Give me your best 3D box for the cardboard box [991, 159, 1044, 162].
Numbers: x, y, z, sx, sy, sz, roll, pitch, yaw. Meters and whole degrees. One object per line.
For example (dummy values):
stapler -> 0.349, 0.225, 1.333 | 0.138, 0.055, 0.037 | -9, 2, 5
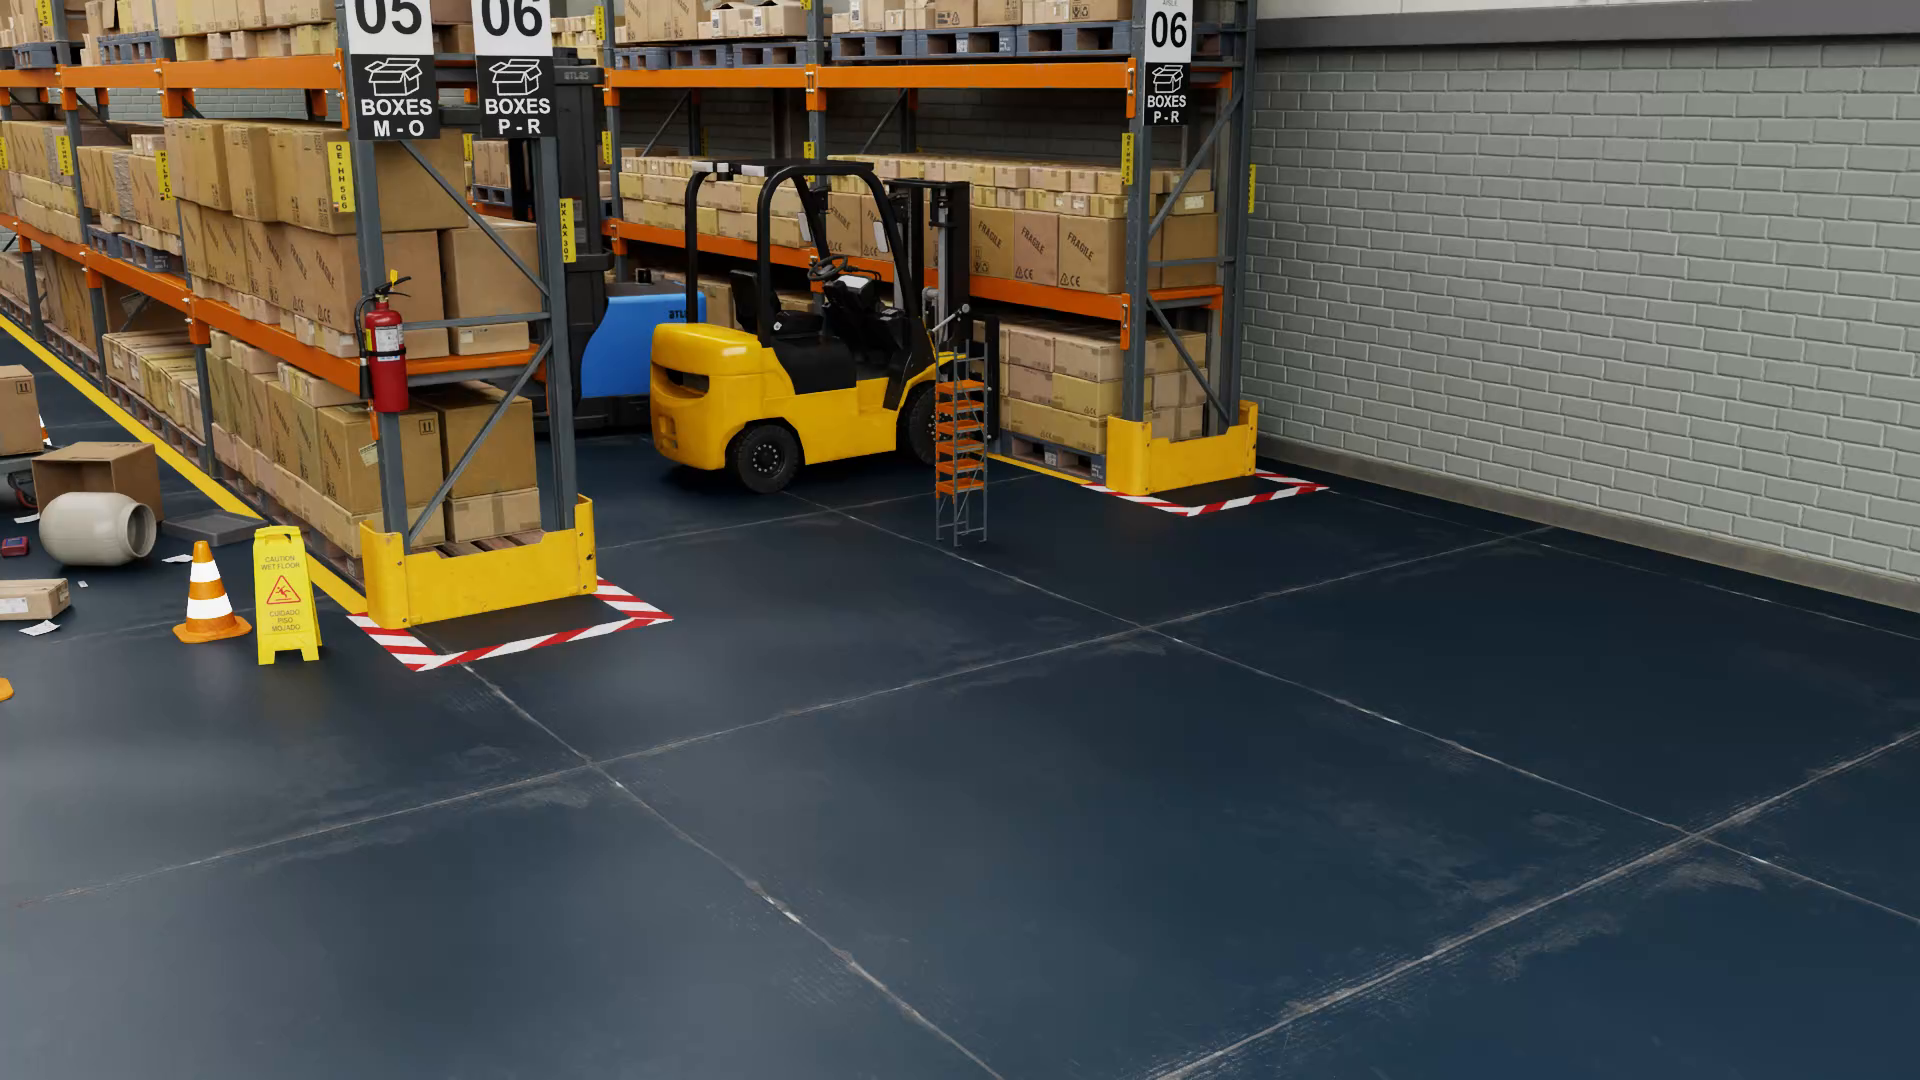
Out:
cardboard box -> 0.463, -2.869, 12.893 | 0.380, 0.149, 0.250 | -10, 18, -33

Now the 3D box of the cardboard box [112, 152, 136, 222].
cardboard box -> -6.190, -2.737, 12.847 | 0.500, 0.500, 0.500 | -12, 19, -37

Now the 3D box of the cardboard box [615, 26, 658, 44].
cardboard box -> -3.212, -5.040, 16.585 | 0.380, 0.166, 0.250 | -11, 19, -35

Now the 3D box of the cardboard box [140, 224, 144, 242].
cardboard box -> -5.947, -2.320, 12.551 | 0.380, 0.149, 0.250 | -11, 19, -35

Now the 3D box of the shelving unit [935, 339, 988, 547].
shelving unit -> 0.009, -0.576, 9.906 | 0.258, 1.200, 0.189 | -11, 19, -35

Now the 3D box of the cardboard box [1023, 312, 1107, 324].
cardboard box -> 0.820, -1.574, 12.663 | 0.500, 0.250, 0.500 | -11, 19, -35

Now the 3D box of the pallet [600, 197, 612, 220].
pallet -> -3.627, -3.618, 17.977 | 1.213, 0.211, 1.003 | -11, 19, -35

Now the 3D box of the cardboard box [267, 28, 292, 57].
cardboard box -> -3.498, -2.676, 8.965 | 0.380, 0.149, 0.250 | -11, 19, -35

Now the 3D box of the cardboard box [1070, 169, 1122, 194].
cardboard box -> 0.981, -2.465, 11.418 | 0.380, 0.149, 0.250 | -11, 19, -34

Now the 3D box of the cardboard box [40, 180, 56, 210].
cardboard box -> -8.297, -3.253, 15.618 | 0.500, 0.250, 0.500 | -11, 19, -36

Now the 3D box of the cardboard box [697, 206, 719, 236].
cardboard box -> -2.205, -3.044, 15.799 | 0.500, 0.250, 0.500 | -10, 18, -33

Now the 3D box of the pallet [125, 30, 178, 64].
pallet -> -5.110, -3.456, 11.695 | 1.213, 0.211, 1.003 | -11, 19, -35

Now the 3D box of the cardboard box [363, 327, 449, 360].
cardboard box -> -2.874, -1.023, 8.607 | 0.380, 0.149, 0.250 | -10, 18, -33

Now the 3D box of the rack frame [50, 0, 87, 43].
rack frame -> -7.185, -5.699, 13.853 | 1.000, 3.000, 0.127 | -11, 19, -35

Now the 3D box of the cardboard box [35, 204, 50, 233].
cardboard box -> -8.611, -3.122, 16.085 | 0.500, 0.250, 0.500 | -11, 19, -35

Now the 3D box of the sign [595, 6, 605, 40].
sign -> -3.612, -5.189, 16.692 | 0.100, 0.325, 0.005 | -11, 19, -35

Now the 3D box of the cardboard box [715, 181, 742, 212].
cardboard box -> -1.920, -3.175, 15.333 | 0.500, 0.250, 0.500 | -10, 18, -33

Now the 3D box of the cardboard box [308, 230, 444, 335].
cardboard box -> -3.023, -1.362, 8.618 | 0.500, 0.500, 0.500 | -11, 19, -36

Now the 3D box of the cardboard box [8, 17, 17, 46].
cardboard box -> -8.746, -4.800, 15.708 | 0.396, 0.266, 0.258 | -9, 18, -30

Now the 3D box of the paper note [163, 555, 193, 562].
paper note -> -4.522, 0.103, 9.642 | 0.148, 0.019, 0.142 | 10, 18, 33

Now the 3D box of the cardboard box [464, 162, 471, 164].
cardboard box -> -6.327, -4.678, 21.205 | 0.500, 0.250, 0.500 | -11, 19, -34

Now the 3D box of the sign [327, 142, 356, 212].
sign -> -2.942, -1.726, 7.910 | 0.100, 0.325, 0.005 | -11, 19, -35

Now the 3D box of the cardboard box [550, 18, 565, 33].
cardboard box -> -4.226, -5.538, 17.912 | 0.380, 0.149, 0.250 | -11, 19, -36

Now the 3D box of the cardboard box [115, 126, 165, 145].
cardboard box -> -7.277, -3.479, 15.023 | 0.500, 0.500, 0.500 | -12, 19, -36

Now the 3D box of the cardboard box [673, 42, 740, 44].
cardboard box -> -2.539, -5.087, 16.598 | 0.500, 0.250, 0.500 | -11, 19, -35

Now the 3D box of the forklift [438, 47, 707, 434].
forklift -> -3.568, -2.295, 12.910 | 3.031, 2.935, 1.130 | -7, 17, -23

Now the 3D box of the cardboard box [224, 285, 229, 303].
cardboard box -> -4.536, -1.615, 10.772 | 0.380, 0.149, 0.250 | -11, 19, -35

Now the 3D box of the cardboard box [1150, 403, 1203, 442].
cardboard box -> 1.401, -0.880, 12.023 | 0.500, 0.250, 0.500 | -11, 19, -34

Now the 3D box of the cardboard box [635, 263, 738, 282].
cardboard box -> -2.816, -2.499, 17.226 | 0.875, 0.625, 0.625 | -10, 18, -33

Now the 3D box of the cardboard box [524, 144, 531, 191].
cardboard box -> -4.654, -4.266, 18.994 | 0.700, 0.500, 0.500 | -11, 19, -35

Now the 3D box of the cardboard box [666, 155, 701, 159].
cardboard box -> -2.817, -3.900, 17.225 | 0.380, 0.149, 0.250 | -10, 18, -33

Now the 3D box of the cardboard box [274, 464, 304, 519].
cardboard box -> -3.784, -0.327, 10.003 | 0.500, 0.250, 0.500 | -12, 19, -37

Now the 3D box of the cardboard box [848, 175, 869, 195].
cardboard box -> -0.692, -2.920, 13.644 | 0.380, 0.149, 0.250 | -10, 18, -33

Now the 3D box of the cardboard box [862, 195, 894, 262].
cardboard box -> -0.451, -2.527, 13.438 | 0.500, 0.500, 0.500 | -10, 18, -34

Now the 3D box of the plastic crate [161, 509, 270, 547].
plastic crate -> -4.573, -0.081, 10.220 | 0.583, 0.080, 0.402 | 10, 18, 33

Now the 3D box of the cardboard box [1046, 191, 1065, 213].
cardboard box -> 0.824, -2.375, 11.654 | 0.380, 0.149, 0.250 | -10, 18, -34

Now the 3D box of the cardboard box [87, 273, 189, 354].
cardboard box -> -7.524, -2.144, 15.456 | 0.875, 0.875, 0.875 | -11, 19, -35

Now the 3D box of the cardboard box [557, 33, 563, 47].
cardboard box -> -4.133, -5.408, 17.999 | 0.380, 0.149, 0.250 | -11, 19, -34

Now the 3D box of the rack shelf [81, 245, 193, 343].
rack shelf -> -6.009, -2.032, 13.179 | 1.077, 0.370, 4.000 | -11, 19, -35

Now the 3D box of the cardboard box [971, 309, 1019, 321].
cardboard box -> 0.107, -1.601, 12.762 | 0.500, 0.250, 0.500 | -11, 19, -36

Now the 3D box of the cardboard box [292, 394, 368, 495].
cardboard box -> -3.473, -0.577, 9.494 | 0.500, 0.500, 0.500 | -10, 18, -33

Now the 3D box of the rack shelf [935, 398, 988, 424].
rack shelf -> 0.009, -0.764, 9.855 | 0.258, 0.103, 0.180 | -11, 19, -35

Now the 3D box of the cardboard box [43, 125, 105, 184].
cardboard box -> -8.009, -3.514, 15.150 | 0.500, 0.500, 0.500 | -10, 18, -34

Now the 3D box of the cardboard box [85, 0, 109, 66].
cardboard box -> -6.636, -4.097, 13.491 | 0.700, 0.500, 0.500 | -11, 19, -35

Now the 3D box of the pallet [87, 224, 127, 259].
pallet -> -6.680, -2.577, 14.175 | 1.213, 0.211, 1.003 | -11, 19, -35

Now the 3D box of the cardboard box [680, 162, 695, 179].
cardboard box -> -2.455, -3.550, 15.947 | 0.380, 0.149, 0.250 | -10, 18, -33

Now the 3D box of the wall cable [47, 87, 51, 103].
wall cable -> -14.082, -6.427, 25.952 | 0.588, 1.984, 0.122 | -11, 19, -35

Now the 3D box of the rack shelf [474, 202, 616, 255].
rack shelf -> -4.348, -3.657, 19.118 | 1.077, 0.370, 4.000 | -11, 19, -35

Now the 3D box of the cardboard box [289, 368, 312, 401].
cardboard box -> -3.578, -0.901, 9.450 | 0.380, 0.149, 0.250 | -10, 18, -34

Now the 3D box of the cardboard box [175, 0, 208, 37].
cardboard box -> -4.485, -3.224, 10.213 | 0.500, 0.250, 0.500 | -11, 19, -35

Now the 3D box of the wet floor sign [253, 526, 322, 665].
wet floor sign -> -3.235, 0.245, 7.959 | 0.267, 0.644, 0.232 | -4, 16, -15

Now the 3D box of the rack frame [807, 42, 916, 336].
rack frame -> -0.820, -2.723, 14.342 | 1.000, 3.000, 0.127 | -11, 19, -35

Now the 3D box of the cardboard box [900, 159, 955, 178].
cardboard box -> -0.246, -2.896, 12.994 | 0.380, 0.149, 0.250 | -11, 19, -35

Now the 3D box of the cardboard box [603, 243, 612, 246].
cardboard box -> -4.154, -3.378, 19.449 | 0.380, 0.149, 0.250 | -12, 19, -37

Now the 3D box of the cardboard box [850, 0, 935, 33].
cardboard box -> -0.528, -4.162, 13.102 | 0.500, 0.311, 0.500 | -10, 18, -33

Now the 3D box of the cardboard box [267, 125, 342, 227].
cardboard box -> -3.249, -1.956, 8.893 | 0.700, 0.500, 0.500 | -11, 19, -34
